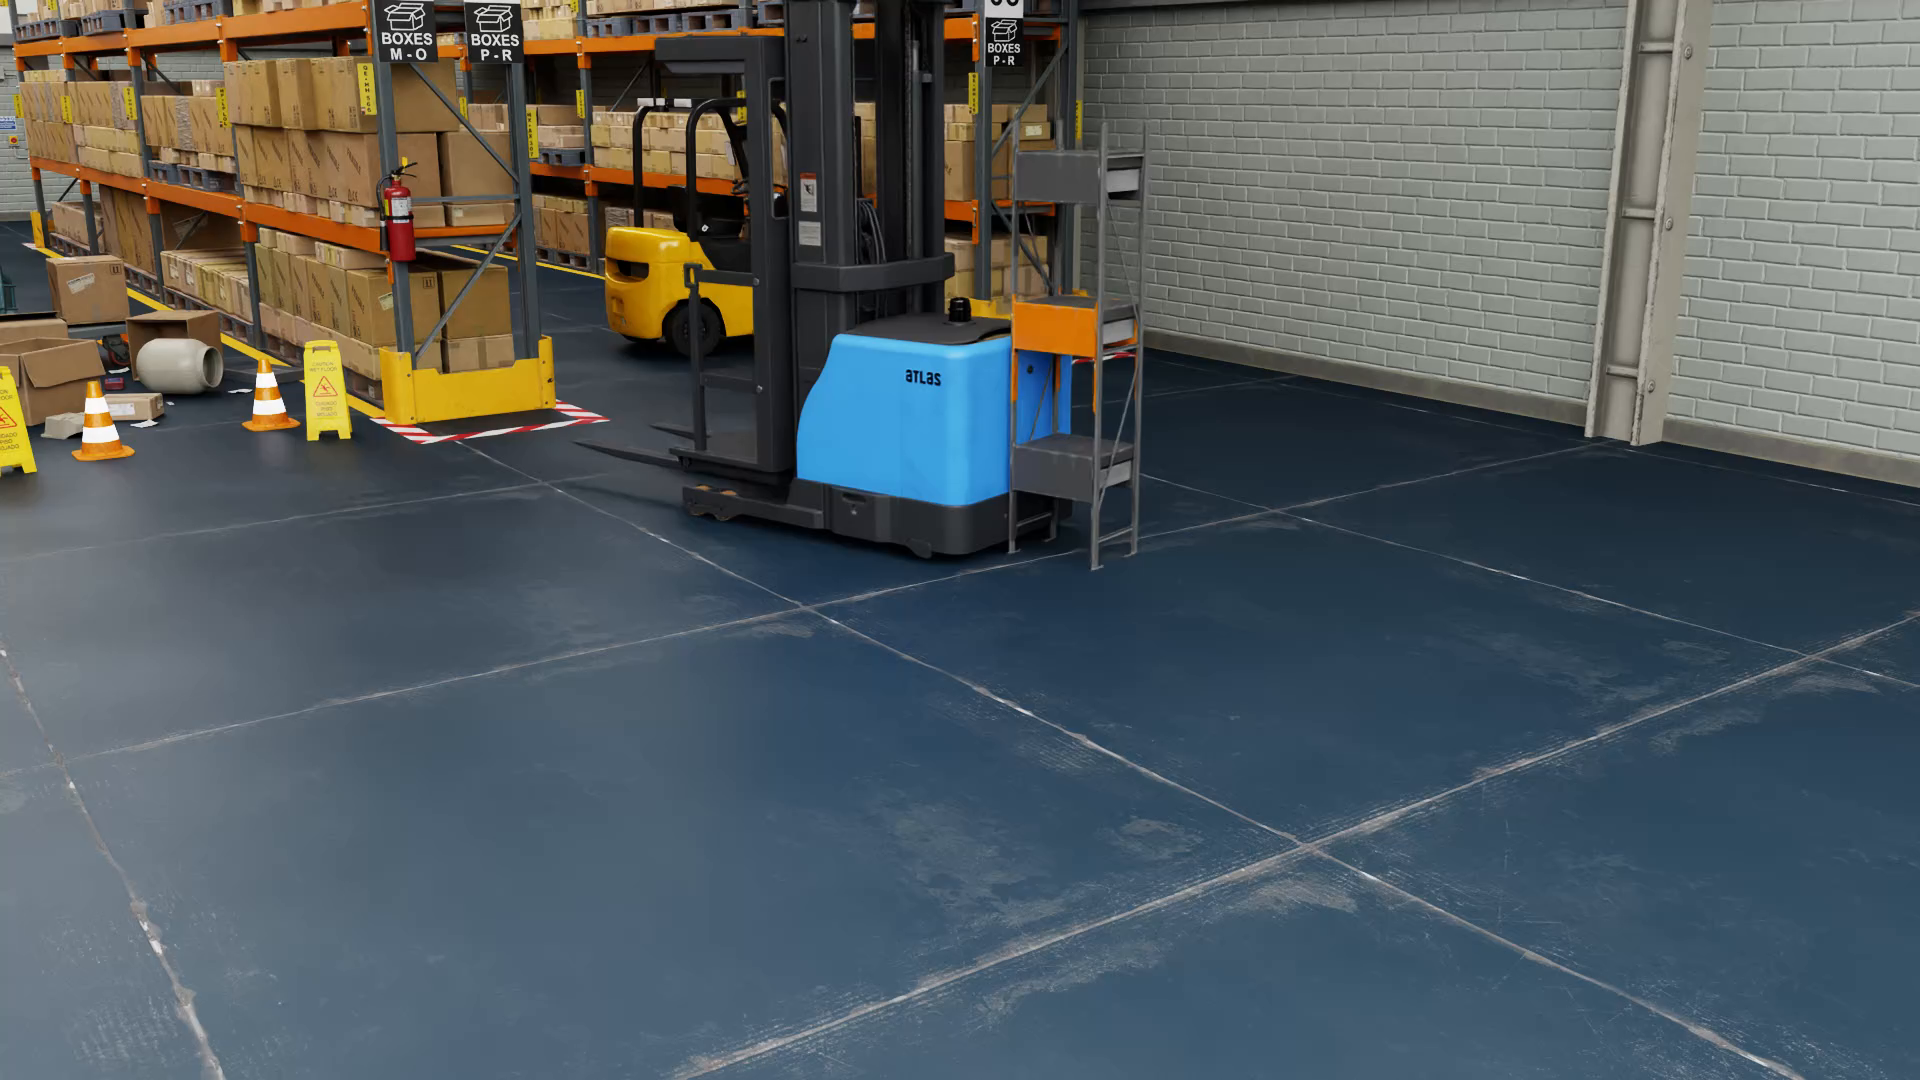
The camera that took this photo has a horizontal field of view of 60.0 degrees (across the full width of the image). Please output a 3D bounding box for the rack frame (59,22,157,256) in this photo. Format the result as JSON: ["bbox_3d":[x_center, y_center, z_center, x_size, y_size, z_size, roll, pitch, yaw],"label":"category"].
[{"bbox_3d":[-10.505,-4.908,20.825,1.000,3.000,0.127,-11,19,-35],"label":"rack frame"}]

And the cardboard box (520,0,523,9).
[{"bbox_3d":[-5.719,-6.947,21.522,0.380,0.149,0.250,-11,19,-34],"label":"cardboard box"}]

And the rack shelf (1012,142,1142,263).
[{"bbox_3d":[0.566,-1.602,7.853,0.480,0.518,0.431,11,19,36],"label":"rack shelf"}]

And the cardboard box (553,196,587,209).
[{"bbox_3d":[-5.059,-4.381,21.610,0.380,0.149,0.250,-10,18,-33],"label":"cardboard box"}]

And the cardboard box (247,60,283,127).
[{"bbox_3d":[-5.162,-3.522,13.115,0.700,0.500,0.500,-11,19,-36],"label":"cardboard box"}]

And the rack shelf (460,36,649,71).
[{"bbox_3d":[-5.317,-6.352,21.781,1.077,0.370,4.000,-11,19,-35],"label":"rack shelf"}]

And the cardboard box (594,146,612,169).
[{"bbox_3d":[-4.077,-4.620,20.057,0.500,0.250,0.500,-11,19,-34],"label":"cardboard box"}]

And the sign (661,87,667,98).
[{"bbox_3d":[-3.694,-5.470,20.687,0.100,0.325,0.005,-11,19,-35],"label":"sign"}]

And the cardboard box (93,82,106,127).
[{"bbox_3d":[-9.556,-4.978,19.000,0.500,0.500,0.500,-11,19,-35],"label":"cardboard box"}]

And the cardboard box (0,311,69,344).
[{"bbox_3d":[-7.087,-1.387,12.434,0.797,0.637,0.503,-11,19,-35],"label":"cardboard box"}]

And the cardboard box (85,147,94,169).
[{"bbox_3d":[-10.155,-4.590,19.949,0.500,0.250,0.500,-11,19,-36],"label":"cardboard box"}]

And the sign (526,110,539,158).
[{"bbox_3d":[-3.011,-2.847,11.656,0.100,0.325,0.005,-11,19,-35],"label":"sign"}]

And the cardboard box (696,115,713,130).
[{"bbox_3d":[-2.699,-4.519,17.985,0.380,0.149,0.250,-12,19,-36],"label":"cardboard box"}]

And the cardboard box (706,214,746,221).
[{"bbox_3d":[-2.555,-3.304,18.670,0.875,0.625,0.625,-11,19,-35],"label":"cardboard box"}]

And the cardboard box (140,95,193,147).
[{"bbox_3d":[-8.076,-4.316,17.114,0.500,0.500,0.500,-12,19,-36],"label":"cardboard box"}]

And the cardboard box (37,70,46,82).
[{"bbox_3d":[-11.995,-6.149,22.047,0.380,0.149,0.250,-11,19,-36],"label":"cardboard box"}]

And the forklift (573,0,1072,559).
[{"bbox_3d":[-0.889,-1.612,8.915,3.031,2.935,1.130,11,19,36],"label":"forklift"}]

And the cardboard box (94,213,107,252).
[{"bbox_3d":[-10.788,-4.025,21.658,0.875,0.438,0.875,-11,19,-35],"label":"cardboard box"}]

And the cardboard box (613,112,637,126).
[{"bbox_3d":[-3.862,-4.964,19.614,0.380,0.149,0.250,-10,18,-33],"label":"cardboard box"}]

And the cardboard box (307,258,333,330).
[{"bbox_3d":[-4.732,-1.934,12.951,0.500,0.500,0.500,-11,19,-36],"label":"cardboard box"}]

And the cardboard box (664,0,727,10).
[{"bbox_3d":[-2.863,-5.906,17.974,0.500,0.311,0.500,-12,19,-36],"label":"cardboard box"}]

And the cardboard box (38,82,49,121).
[{"bbox_3d":[-11.893,-5.821,22.079,0.500,0.500,0.500,-11,19,-34],"label":"cardboard box"}]

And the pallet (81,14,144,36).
[{"bbox_3d":[-9.235,-5.777,18.676,1.003,0.211,1.213,-10,18,-32],"label":"pallet"}]

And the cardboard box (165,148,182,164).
[{"bbox_3d":[-7.705,-3.844,16.617,0.380,0.149,0.250,-11,19,-34],"label":"cardboard box"}]

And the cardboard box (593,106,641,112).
[{"bbox_3d":[-4.317,-5.210,20.944,0.500,0.500,0.500,-10,18,-32],"label":"cardboard box"}]

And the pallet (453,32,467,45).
[{"bbox_3d":[-6.166,-6.885,22.723,1.213,0.211,1.003,-11,19,-35],"label":"pallet"}]

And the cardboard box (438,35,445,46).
[{"bbox_3d":[-7.235,-7.147,23.800,0.380,0.149,0.250,-10,18,-33],"label":"cardboard box"}]

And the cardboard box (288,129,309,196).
[{"bbox_3d":[-4.856,-2.936,12.869,0.500,0.500,0.500,-11,19,-34],"label":"cardboard box"}]

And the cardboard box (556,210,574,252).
[{"bbox_3d":[-4.849,-3.987,21.401,0.500,0.500,0.500,-11,19,-35],"label":"cardboard box"}]

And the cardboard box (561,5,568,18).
[{"bbox_3d":[-4.680,-6.488,20.447,0.380,0.149,0.250,-11,19,-36],"label":"cardboard box"}]

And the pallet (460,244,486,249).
[{"bbox_3d":[-6.896,-4.481,24.547,1.003,0.211,1.213,-11,19,-35],"label":"pallet"}]

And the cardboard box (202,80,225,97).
[{"bbox_3d":[-6.671,-4.115,15.152,0.380,0.149,0.250,-12,19,-36],"label":"cardboard box"}]

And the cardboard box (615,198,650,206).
[{"bbox_3d":[-4.195,-4.294,21.295,0.380,0.149,0.250,-10,18,-32],"label":"cardboard box"}]

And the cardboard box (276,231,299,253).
[{"bbox_3d":[-5.344,-2.437,13.562,0.380,0.149,0.250,-10,18,-32],"label":"cardboard box"}]

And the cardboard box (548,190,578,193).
[{"bbox_3d":[-5.444,-4.731,22.891,0.380,0.149,0.250,-10,18,-33],"label":"cardboard box"}]

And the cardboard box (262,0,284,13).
[{"bbox_3d":[-5.130,-4.131,12.783,0.380,0.149,0.250,-11,19,-36],"label":"cardboard box"}]

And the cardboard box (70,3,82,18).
[{"bbox_3d":[-10.044,-6.120,19.219,0.380,0.166,0.250,-12,20,-38],"label":"cardboard box"}]

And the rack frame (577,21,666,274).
[{"bbox_3d":[-4.141,-4.825,20.522,1.000,3.000,0.127,-11,19,-35],"label":"rack frame"}]

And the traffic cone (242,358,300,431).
[{"bbox_3d":[-4.746,-1.013,11.402,0.336,0.463,0.334,-11,19,-35],"label":"traffic cone"}]

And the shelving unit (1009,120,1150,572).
[{"bbox_3d":[0.566,-0.940,8.034,0.503,2.100,0.431,11,19,36],"label":"shelving unit"}]

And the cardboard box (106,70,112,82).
[{"bbox_3d":[-10.645,-5.911,21.178,0.380,0.149,0.250,-11,19,-34],"label":"cardboard box"}]

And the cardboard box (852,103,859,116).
[{"bbox_3d":[-0.859,-4.048,15.702,0.380,0.149,0.250,-11,19,-34],"label":"cardboard box"}]

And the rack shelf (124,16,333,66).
[{"bbox_3d":[-6.977,-4.726,15.843,1.077,0.370,4.000,-11,19,-35],"label":"rack shelf"}]

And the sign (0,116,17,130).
[{"bbox_3d":[-16.267,-7.098,28.316,0.327,0.218,0.001,-11,19,-35],"label":"sign"}]

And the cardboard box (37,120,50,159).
[{"bbox_3d":[-12.203,-5.448,22.609,0.500,0.500,0.500,-11,19,-35],"label":"cardboard box"}]

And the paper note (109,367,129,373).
[{"bbox_3d":[-6.870,-1.389,13.594,0.148,0.019,0.142,-11,19,-35],"label":"paper note"}]

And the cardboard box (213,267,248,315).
[{"bbox_3d":[-6.537,-2.399,15.842,0.950,0.372,0.625,-10,18,-31],"label":"cardboard box"}]

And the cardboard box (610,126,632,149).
[{"bbox_3d":[-3.784,-4.754,19.600,0.500,0.250,0.500,-10,18,-33],"label":"cardboard box"}]

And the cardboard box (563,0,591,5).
[{"bbox_3d":[-4.582,-6.562,20.155,0.380,0.149,0.250,-10,18,-33],"label":"cardboard box"}]

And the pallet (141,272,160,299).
[{"bbox_3d":[-8.556,-2.889,18.730,1.003,0.211,1.213,-11,19,-35],"label":"pallet"}]

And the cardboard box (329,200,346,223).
[{"bbox_3d":[-4.390,-2.416,12.197,0.380,0.149,0.250,-10,18,-34],"label":"cardboard box"}]

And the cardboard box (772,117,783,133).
[{"bbox_3d":[-1.661,-4.168,16.703,0.380,0.149,0.250,-10,18,-33],"label":"cardboard box"}]

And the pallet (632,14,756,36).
[{"bbox_3d":[-3.009,-5.811,18.801,1.003,0.211,1.213,-10,18,-32],"label":"pallet"}]

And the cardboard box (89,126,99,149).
[{"bbox_3d":[-9.870,-4.720,19.476,0.500,0.250,0.500,-11,19,-34],"label":"cardboard box"}]

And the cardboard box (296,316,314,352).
[{"bbox_3d":[-5.036,-1.683,13.455,0.500,0.250,0.500,-11,19,-35],"label":"cardboard box"}]
